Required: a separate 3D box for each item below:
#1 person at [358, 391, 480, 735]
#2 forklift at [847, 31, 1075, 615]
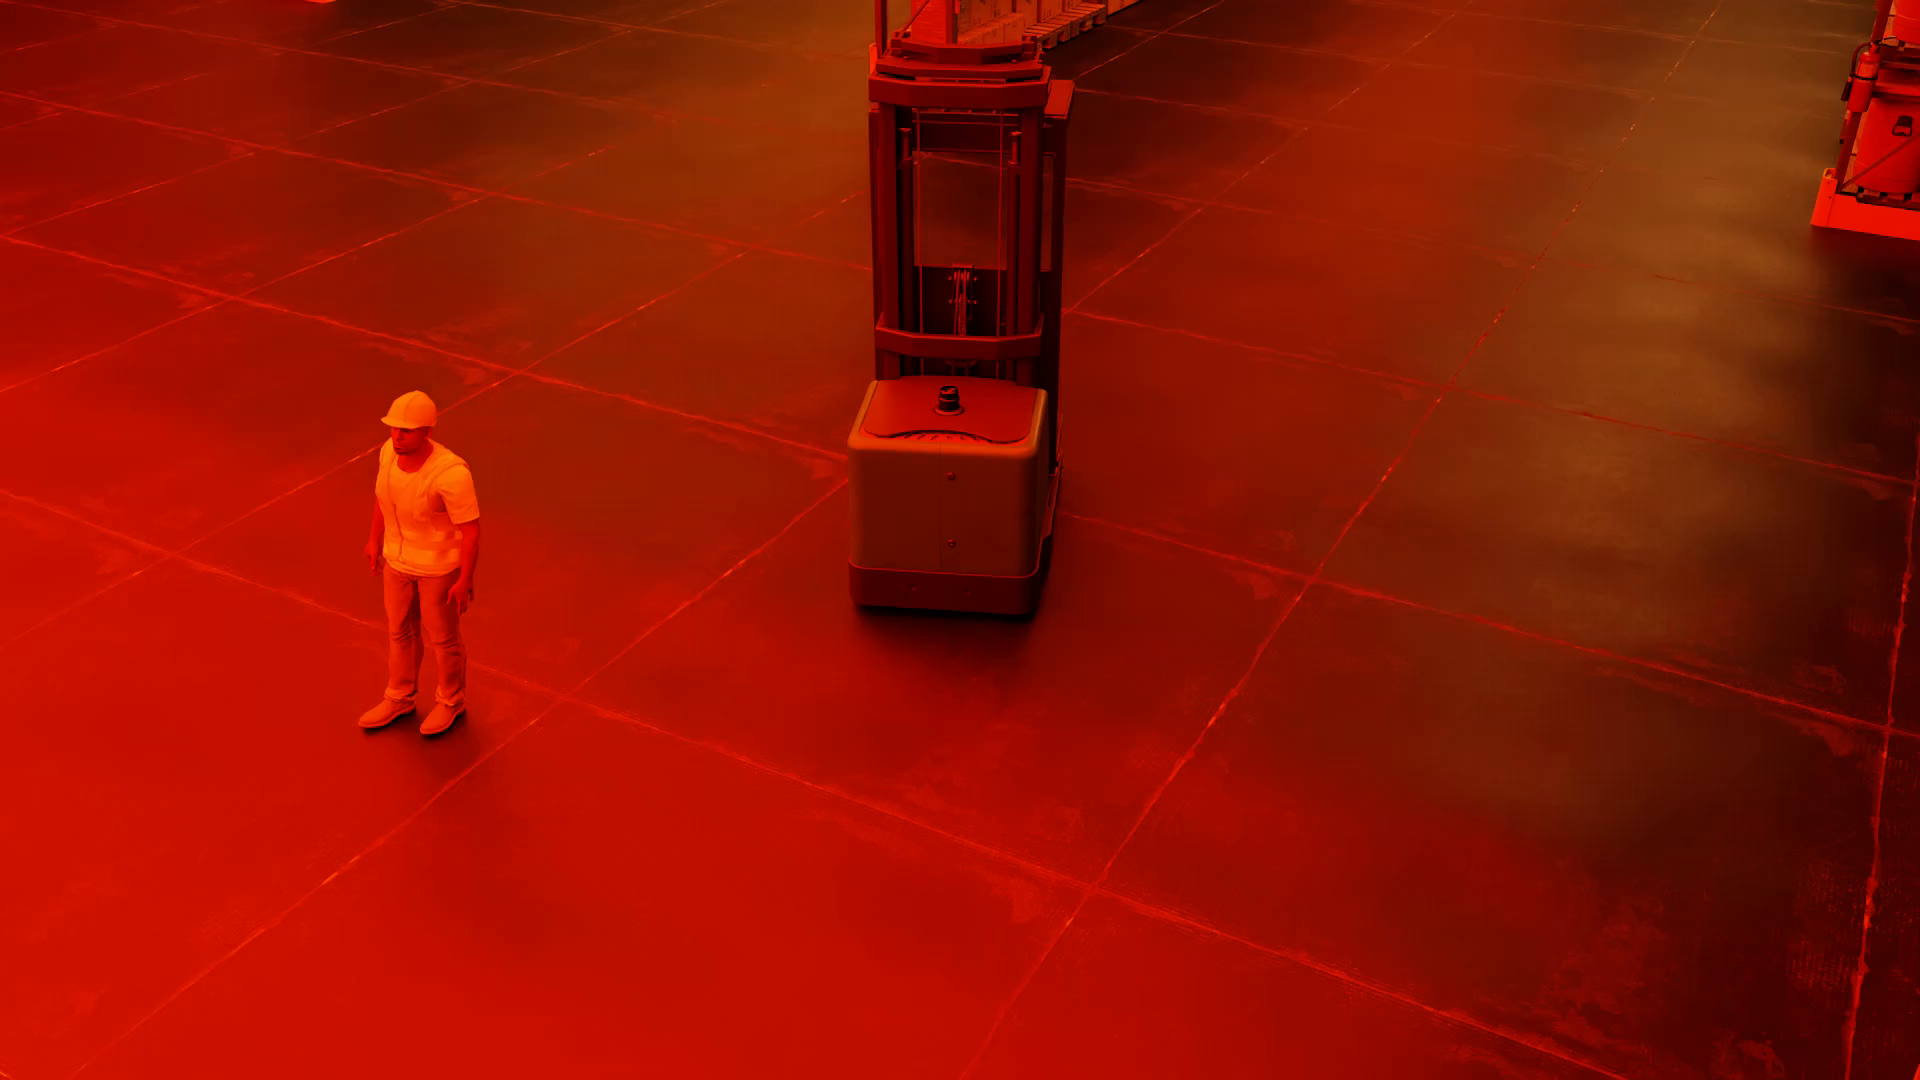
[{"bbox_3d":[-2.627,0.135,7.988,0.666,1.765,0.577,16,34,26],"label":"person"},{"bbox_3d":[0.072,-1.572,9.794,1.130,2.935,3.031,3,30,6],"label":"forklift"}]
